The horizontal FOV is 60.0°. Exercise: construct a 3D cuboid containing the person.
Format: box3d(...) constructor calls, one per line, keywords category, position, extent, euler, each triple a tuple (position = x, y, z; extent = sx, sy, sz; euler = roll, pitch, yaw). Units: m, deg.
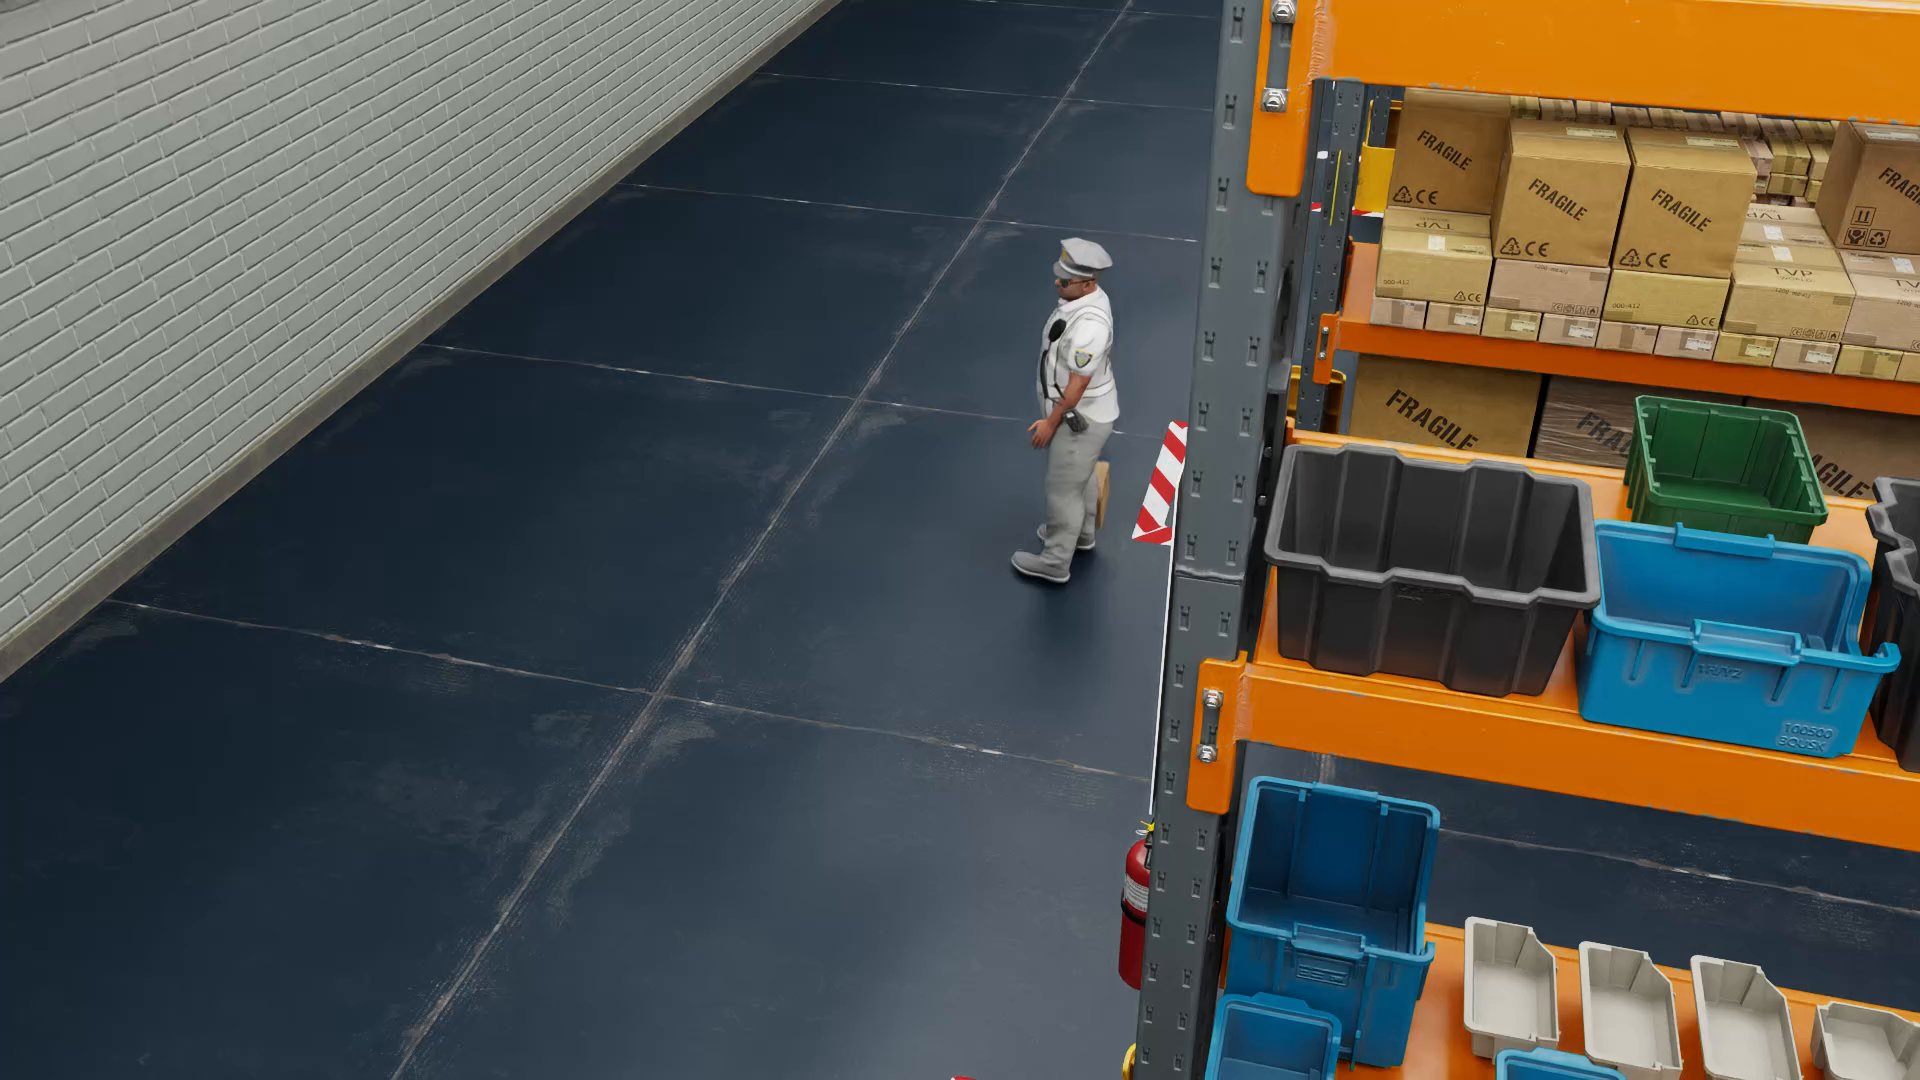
box3d(category="person", position=(0.514, -0.634, 8.072), extent=(0.503, 1.771, 0.579), euler=(2, 33, 3))
